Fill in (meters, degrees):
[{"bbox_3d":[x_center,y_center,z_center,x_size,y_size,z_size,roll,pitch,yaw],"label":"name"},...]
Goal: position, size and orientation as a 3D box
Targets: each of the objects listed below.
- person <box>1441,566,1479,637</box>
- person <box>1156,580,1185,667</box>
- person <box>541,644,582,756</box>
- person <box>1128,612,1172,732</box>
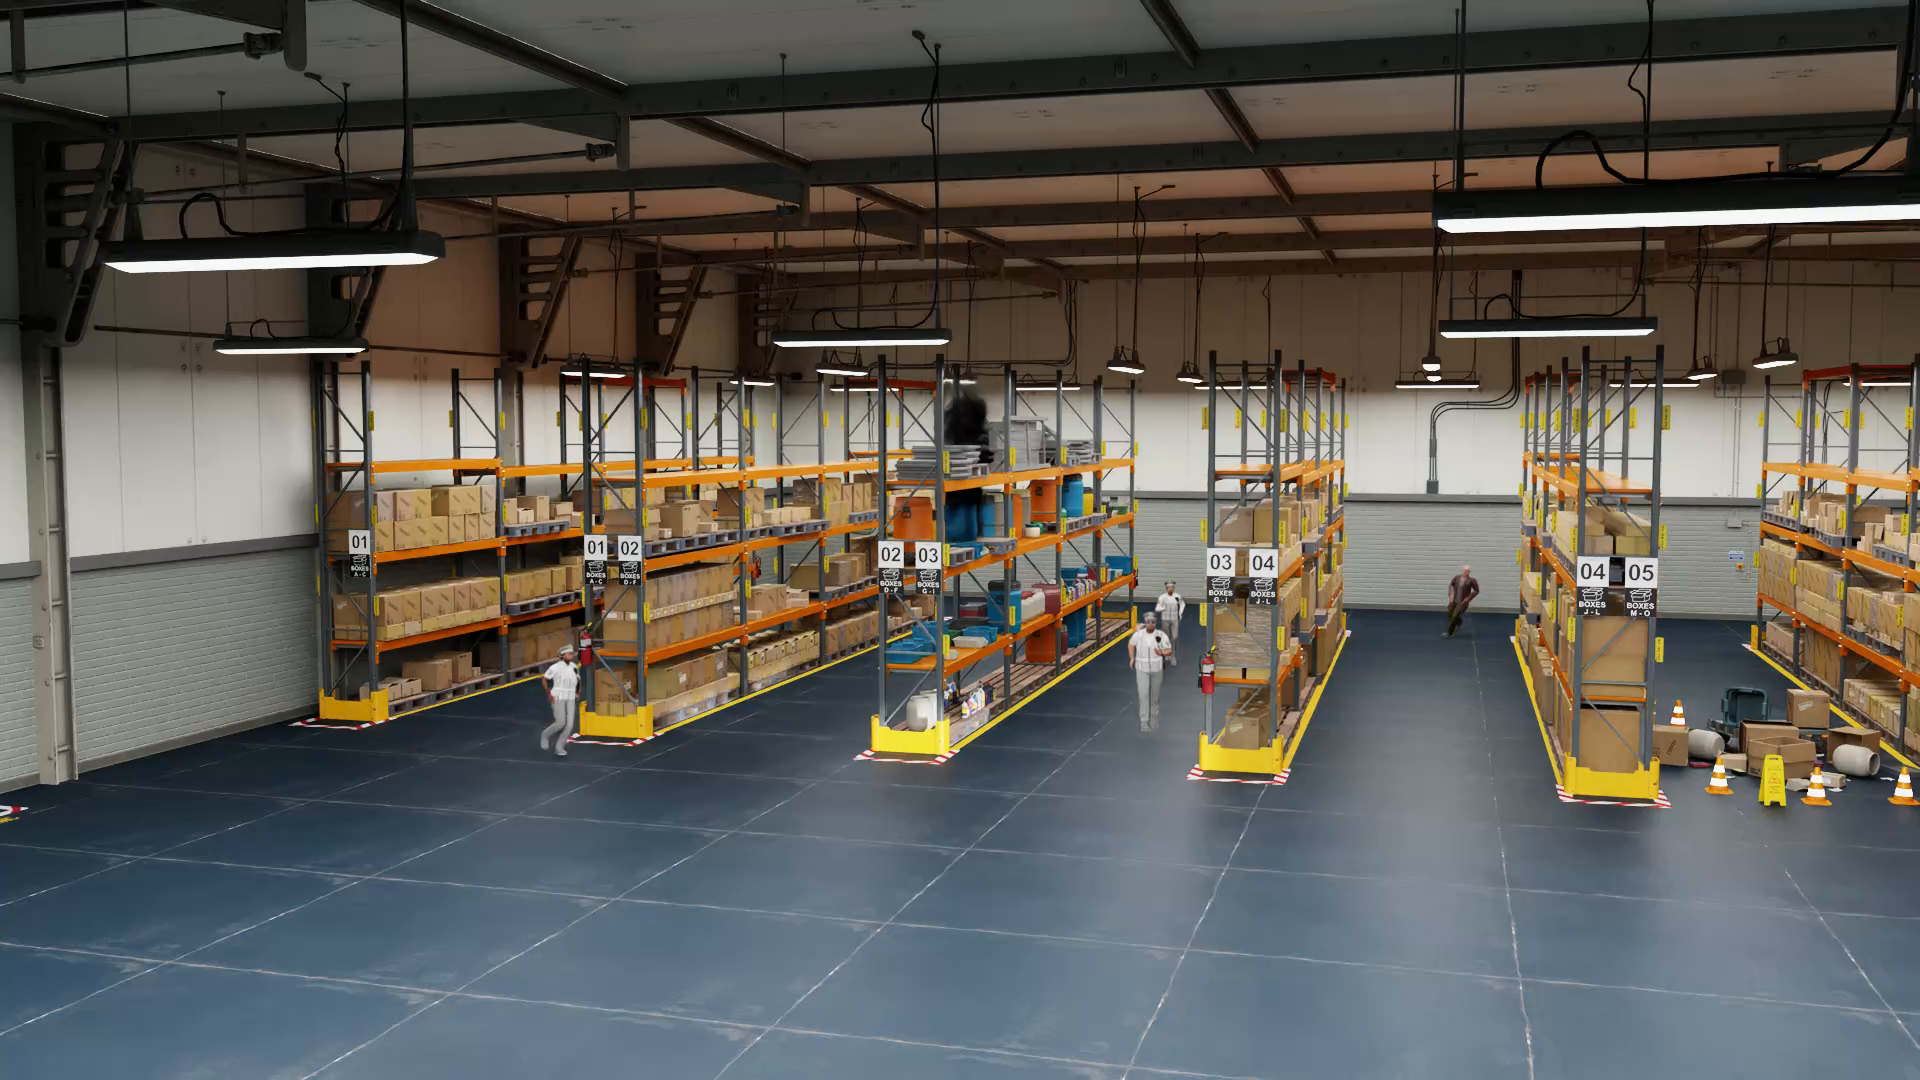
[{"bbox_3d":[11.631,1.415,38.422,0.771,1.681,0.753,-4,6,-44],"label":"person"},{"bbox_3d":[4.334,1.693,34.300,0.599,1.735,0.811,0,4,7],"label":"person"},{"bbox_3d":[-5.980,2.392,25.092,0.522,1.645,0.635,3,5,40],"label":"person"},{"bbox_3d":[2.902,2.008,25.401,0.662,1.828,0.891,0,4,4],"label":"person"}]
